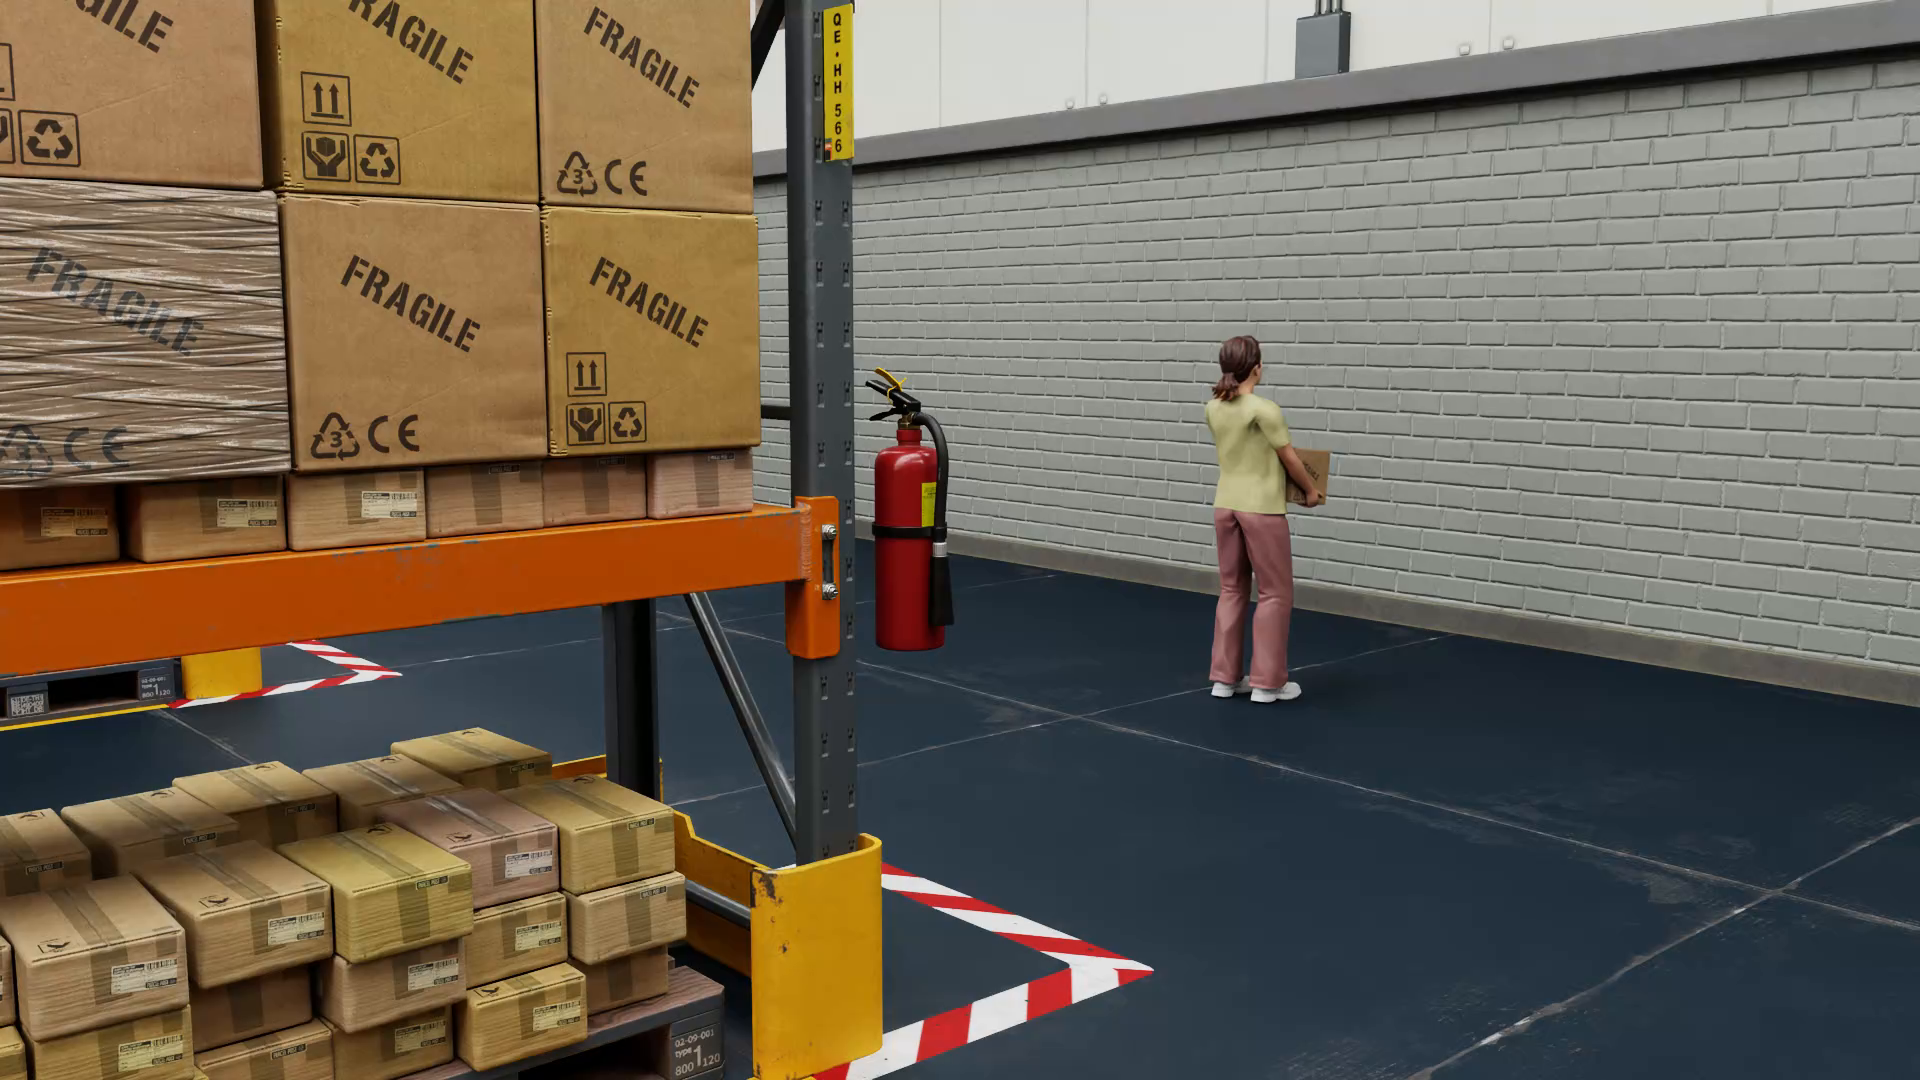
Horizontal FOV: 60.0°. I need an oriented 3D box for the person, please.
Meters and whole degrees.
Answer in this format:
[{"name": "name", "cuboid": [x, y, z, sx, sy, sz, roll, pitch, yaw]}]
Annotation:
[{"name": "person", "cuboid": [1.368, -0.100, 7.599, 0.562, 1.662, 0.425, -6, 10, -40]}]
